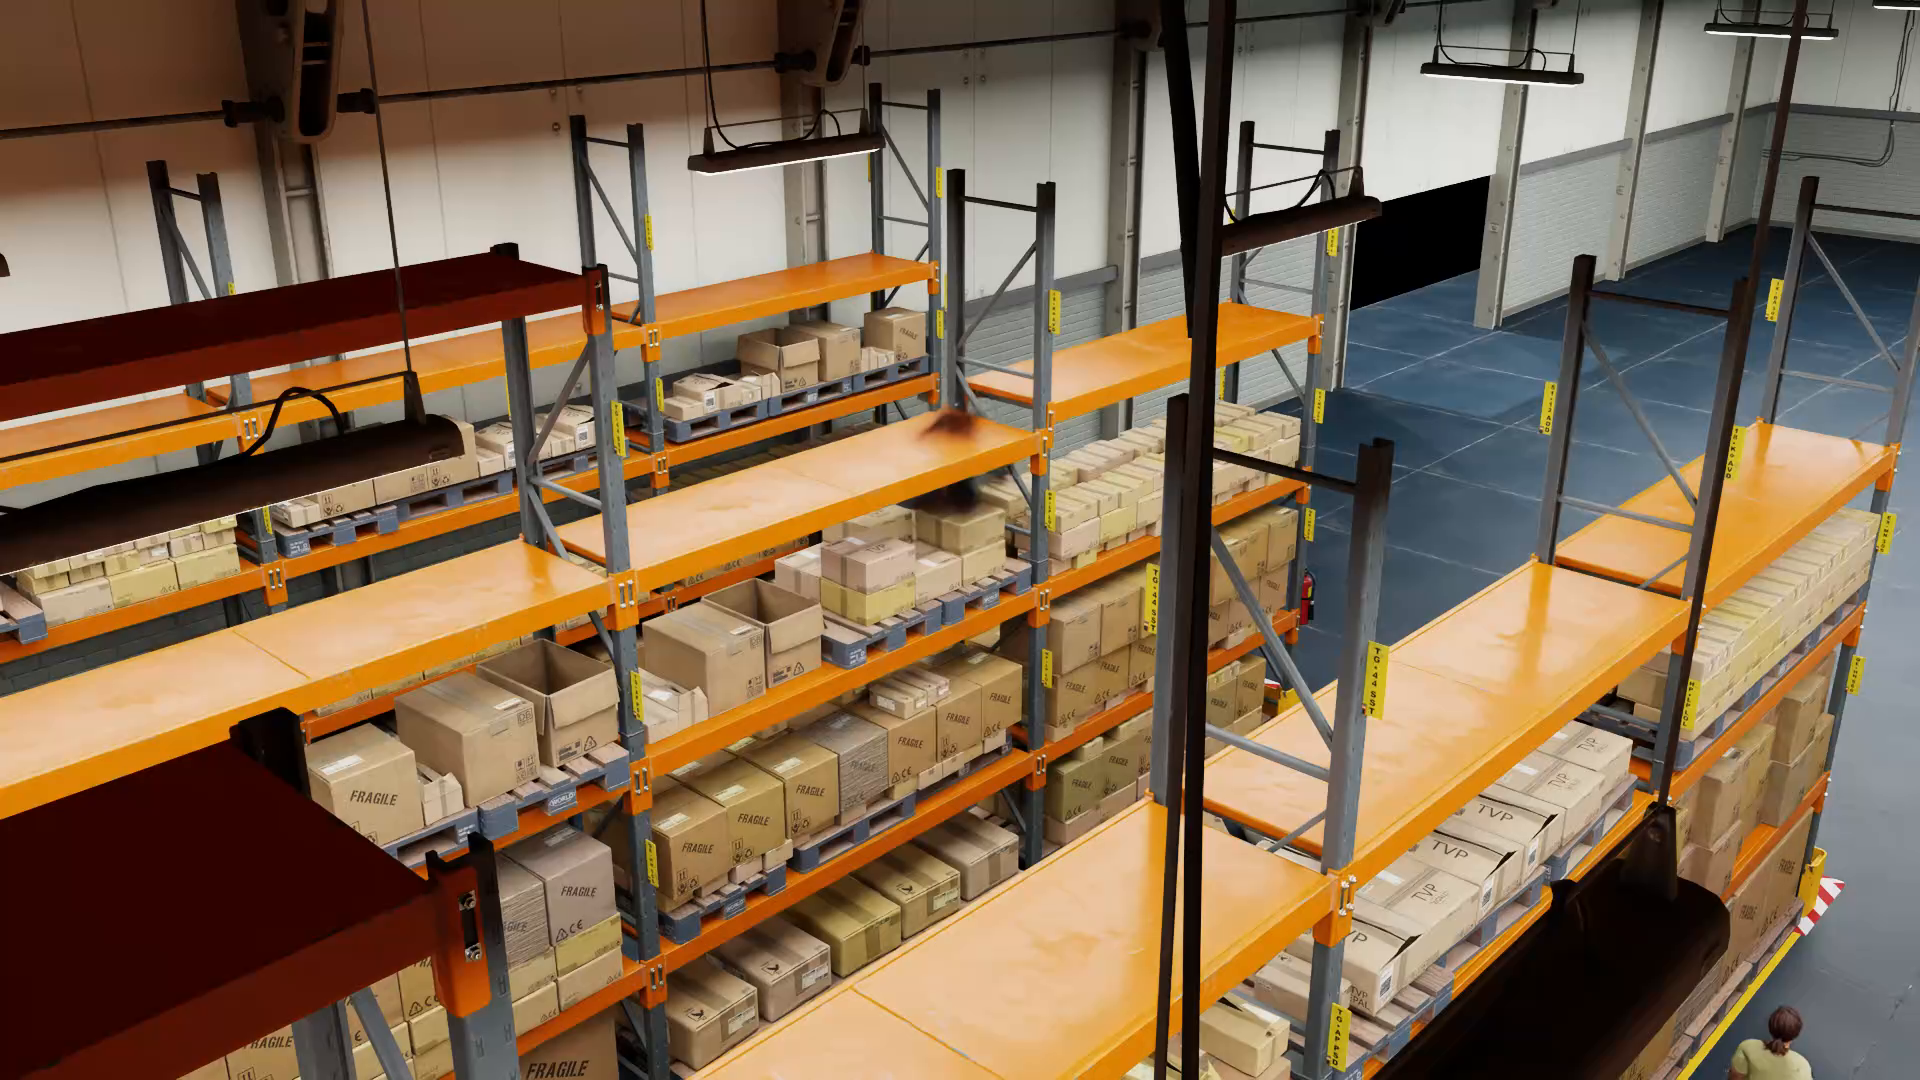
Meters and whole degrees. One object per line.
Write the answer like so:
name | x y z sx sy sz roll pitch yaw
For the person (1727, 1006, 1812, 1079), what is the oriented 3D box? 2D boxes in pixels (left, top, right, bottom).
person | 4.966 3.661 10.321 0.493 1.700 0.799 13 25 30
